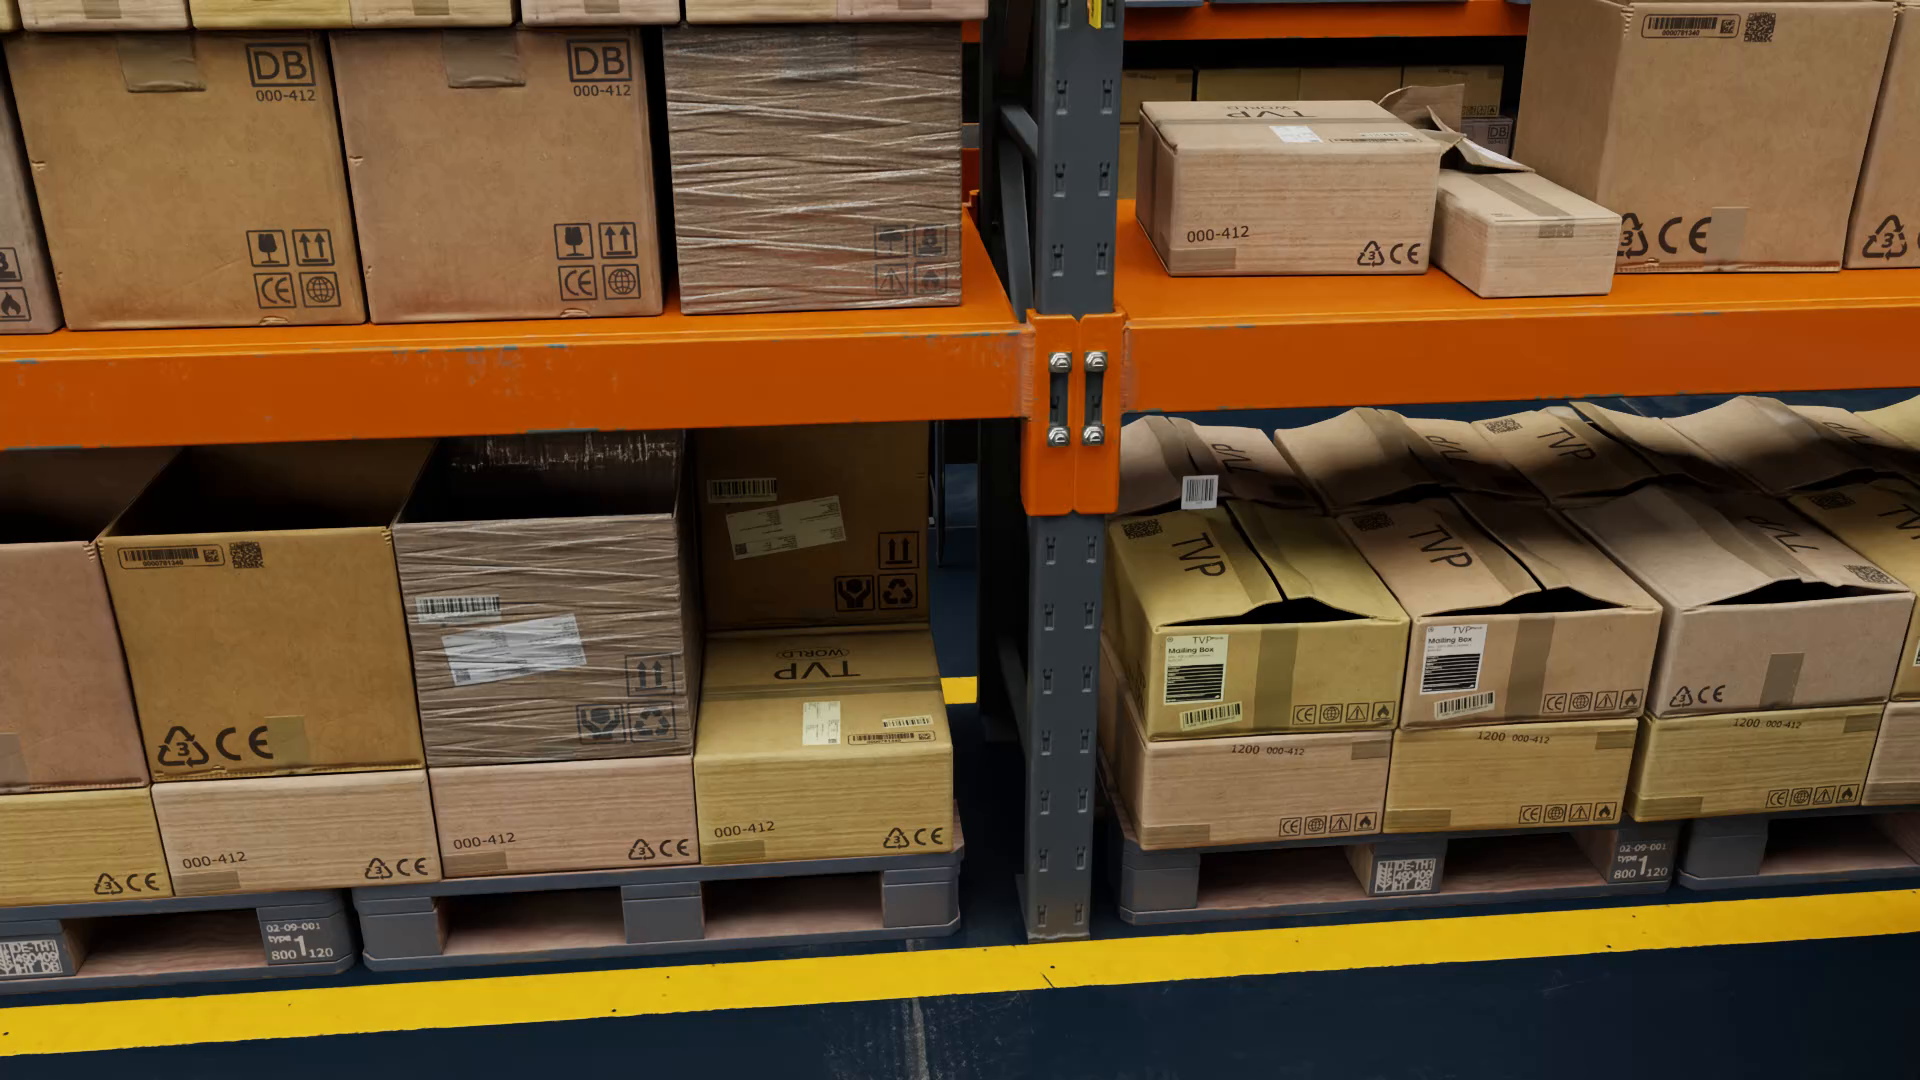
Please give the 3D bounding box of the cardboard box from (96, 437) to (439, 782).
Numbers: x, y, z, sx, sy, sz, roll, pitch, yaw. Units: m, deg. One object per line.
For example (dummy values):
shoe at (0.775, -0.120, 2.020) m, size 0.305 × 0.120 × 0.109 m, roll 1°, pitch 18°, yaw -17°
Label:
cardboard box at (-1.282, 0.115, 3.242) m, size 0.500 × 0.500 × 0.500 m, roll -2°, pitch 24°, yaw -5°

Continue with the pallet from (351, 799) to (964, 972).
pallet at (-0.642, 0.539, 3.778) m, size 1.213 × 0.211 × 1.003 m, roll -2°, pitch 24°, yaw -5°

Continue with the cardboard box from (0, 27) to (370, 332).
cardboard box at (-1.311, -0.733, 3.084) m, size 0.500 × 0.500 × 0.700 m, roll -2°, pitch 24°, yaw -4°

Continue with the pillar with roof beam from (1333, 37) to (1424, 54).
pillar with roof beam at (2.688, -4.211, 3.645) m, size 0.400 × 9.000 × 9.100 m, roll -2°, pitch 24°, yaw -5°

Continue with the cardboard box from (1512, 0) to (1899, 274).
cardboard box at (1.444, -0.841, 3.326) m, size 0.500 × 0.500 × 0.500 m, roll -1°, pitch 24°, yaw -1°

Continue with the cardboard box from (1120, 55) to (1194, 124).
cardboard box at (0.832, -2.209, 8.139) m, size 0.500 × 0.250 × 0.500 m, roll -3°, pitch 24°, yaw -6°

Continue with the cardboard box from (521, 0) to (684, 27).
cardboard box at (-0.602, -0.974, 2.827) m, size 0.250 × 0.149 × 0.380 m, roll -3°, pitch 24°, yaw -7°

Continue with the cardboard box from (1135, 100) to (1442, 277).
cardboard box at (0.640, -0.719, 3.359) m, size 0.500 × 0.250 × 0.500 m, roll -1°, pitch 24°, yaw -2°

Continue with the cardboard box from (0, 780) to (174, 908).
cardboard box at (-1.778, 0.483, 3.338) m, size 0.500 × 0.250 × 0.500 m, roll -2°, pitch 24°, yaw -5°

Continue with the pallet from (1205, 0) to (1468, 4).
pallet at (1.678, -2.729, 7.932) m, size 1.213 × 0.211 × 1.003 m, roll -2°, pitch 24°, yaw -5°

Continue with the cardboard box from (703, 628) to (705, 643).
cardboard box at (-0.836, 0.228, 3.911) m, size 0.500 × 0.250 × 0.500 m, roll -2°, pitch 24°, yaw -5°

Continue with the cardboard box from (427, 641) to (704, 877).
cardboard box at (-0.785, 0.437, 3.441) m, size 0.500 × 0.250 × 0.500 m, roll -2°, pitch 24°, yaw -5°

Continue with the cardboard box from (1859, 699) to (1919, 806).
cardboard box at (2.110, 0.337, 3.667) m, size 0.500 × 0.250 × 0.500 m, roll -2°, pitch 24°, yaw -4°

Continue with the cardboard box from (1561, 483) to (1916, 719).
cardboard box at (1.603, 0.103, 3.502) m, size 0.500 × 0.311 × 0.500 m, roll -3°, pitch 24°, yaw -7°

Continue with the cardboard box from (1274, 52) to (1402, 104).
cardboard box at (1.848, -2.244, 8.217) m, size 0.500 × 0.250 × 0.500 m, roll -2°, pitch 24°, yaw -5°

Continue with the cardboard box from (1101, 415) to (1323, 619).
cardboard box at (0.529, -0.074, 3.901) m, size 0.500 × 0.311 × 0.500 m, roll -2°, pitch 24°, yaw -5°

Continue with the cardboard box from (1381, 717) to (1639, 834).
cardboard box at (1.088, 0.379, 3.573) m, size 0.500 × 0.250 × 0.500 m, roll -2°, pitch 24°, yaw -4°

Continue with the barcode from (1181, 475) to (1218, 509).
barcode at (0.449, -0.090, 3.112) m, size 0.075 × 0.075 × 0.001 m, roll -2°, pitch 24°, yaw -5°

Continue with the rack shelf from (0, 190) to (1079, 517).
rack shelf at (-1.836, -0.342, 3.211) m, size 4.000 × 0.370 × 1.077 m, roll -2°, pitch 24°, yaw -5°

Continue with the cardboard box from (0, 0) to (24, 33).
cardboard box at (-1.623, -0.933, 2.734) m, size 0.250 × 0.149 × 0.380 m, roll -2°, pitch 24°, yaw -3°

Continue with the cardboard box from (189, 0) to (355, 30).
cardboard box at (-1.108, -0.955, 2.783) m, size 0.250 × 0.149 × 0.380 m, roll -2°, pitch 24°, yaw -5°

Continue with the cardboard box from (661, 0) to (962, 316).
cardboard box at (-0.287, -0.776, 3.179) m, size 0.500 × 0.500 × 0.700 m, roll -3°, pitch 24°, yaw -7°

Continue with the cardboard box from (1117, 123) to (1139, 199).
cardboard box at (0.903, -1.888, 8.341) m, size 0.500 × 0.500 × 0.700 m, roll -3°, pitch 24°, yaw -6°

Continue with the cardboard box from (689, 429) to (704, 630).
cardboard box at (-0.835, -0.113, 3.756) m, size 0.500 × 0.500 × 0.500 m, roll -2°, pitch 24°, yaw -5°

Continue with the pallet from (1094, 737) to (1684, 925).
pallet at (0.883, 0.479, 3.913) m, size 1.213 × 0.211 × 1.003 m, roll -2°, pitch 24°, yaw -5°

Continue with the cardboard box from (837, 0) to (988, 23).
cardboard box at (-0.096, -0.995, 2.873) m, size 0.250 × 0.149 × 0.380 m, roll -2°, pitch 24°, yaw -5°

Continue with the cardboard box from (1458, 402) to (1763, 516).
cardboard box at (1.543, -0.116, 3.996) m, size 0.500 × 0.311 × 0.500 m, roll -2°, pitch 24°, yaw -5°

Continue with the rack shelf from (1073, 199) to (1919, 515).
rack shelf at (2.144, -0.501, 3.570) m, size 4.000 × 0.370 × 1.077 m, roll -2°, pitch 24°, yaw -5°

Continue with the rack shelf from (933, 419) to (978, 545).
rack shelf at (0.165, -0.314, 5.128) m, size 0.480 × 0.518 × 0.431 m, roll -2°, pitch 24°, yaw -5°

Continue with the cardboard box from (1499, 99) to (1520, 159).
cardboard box at (2.933, -1.921, 8.414) m, size 0.500 × 0.500 × 0.700 m, roll -2°, pitch 24°, yaw -4°

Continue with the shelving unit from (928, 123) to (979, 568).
shelving unit at (0.165, -0.966, 4.838) m, size 0.503 × 2.100 × 0.431 m, roll -2°, pitch 24°, yaw -5°

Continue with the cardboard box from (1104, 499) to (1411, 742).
cardboard box at (0.590, 0.142, 3.414) m, size 0.500 × 0.311 × 0.500 m, roll -2°, pitch 24°, yaw -5°

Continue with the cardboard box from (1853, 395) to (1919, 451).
cardboard box at (2.555, -0.155, 4.084) m, size 0.500 × 0.311 × 0.500 m, roll -3°, pitch 24°, yaw -7°
